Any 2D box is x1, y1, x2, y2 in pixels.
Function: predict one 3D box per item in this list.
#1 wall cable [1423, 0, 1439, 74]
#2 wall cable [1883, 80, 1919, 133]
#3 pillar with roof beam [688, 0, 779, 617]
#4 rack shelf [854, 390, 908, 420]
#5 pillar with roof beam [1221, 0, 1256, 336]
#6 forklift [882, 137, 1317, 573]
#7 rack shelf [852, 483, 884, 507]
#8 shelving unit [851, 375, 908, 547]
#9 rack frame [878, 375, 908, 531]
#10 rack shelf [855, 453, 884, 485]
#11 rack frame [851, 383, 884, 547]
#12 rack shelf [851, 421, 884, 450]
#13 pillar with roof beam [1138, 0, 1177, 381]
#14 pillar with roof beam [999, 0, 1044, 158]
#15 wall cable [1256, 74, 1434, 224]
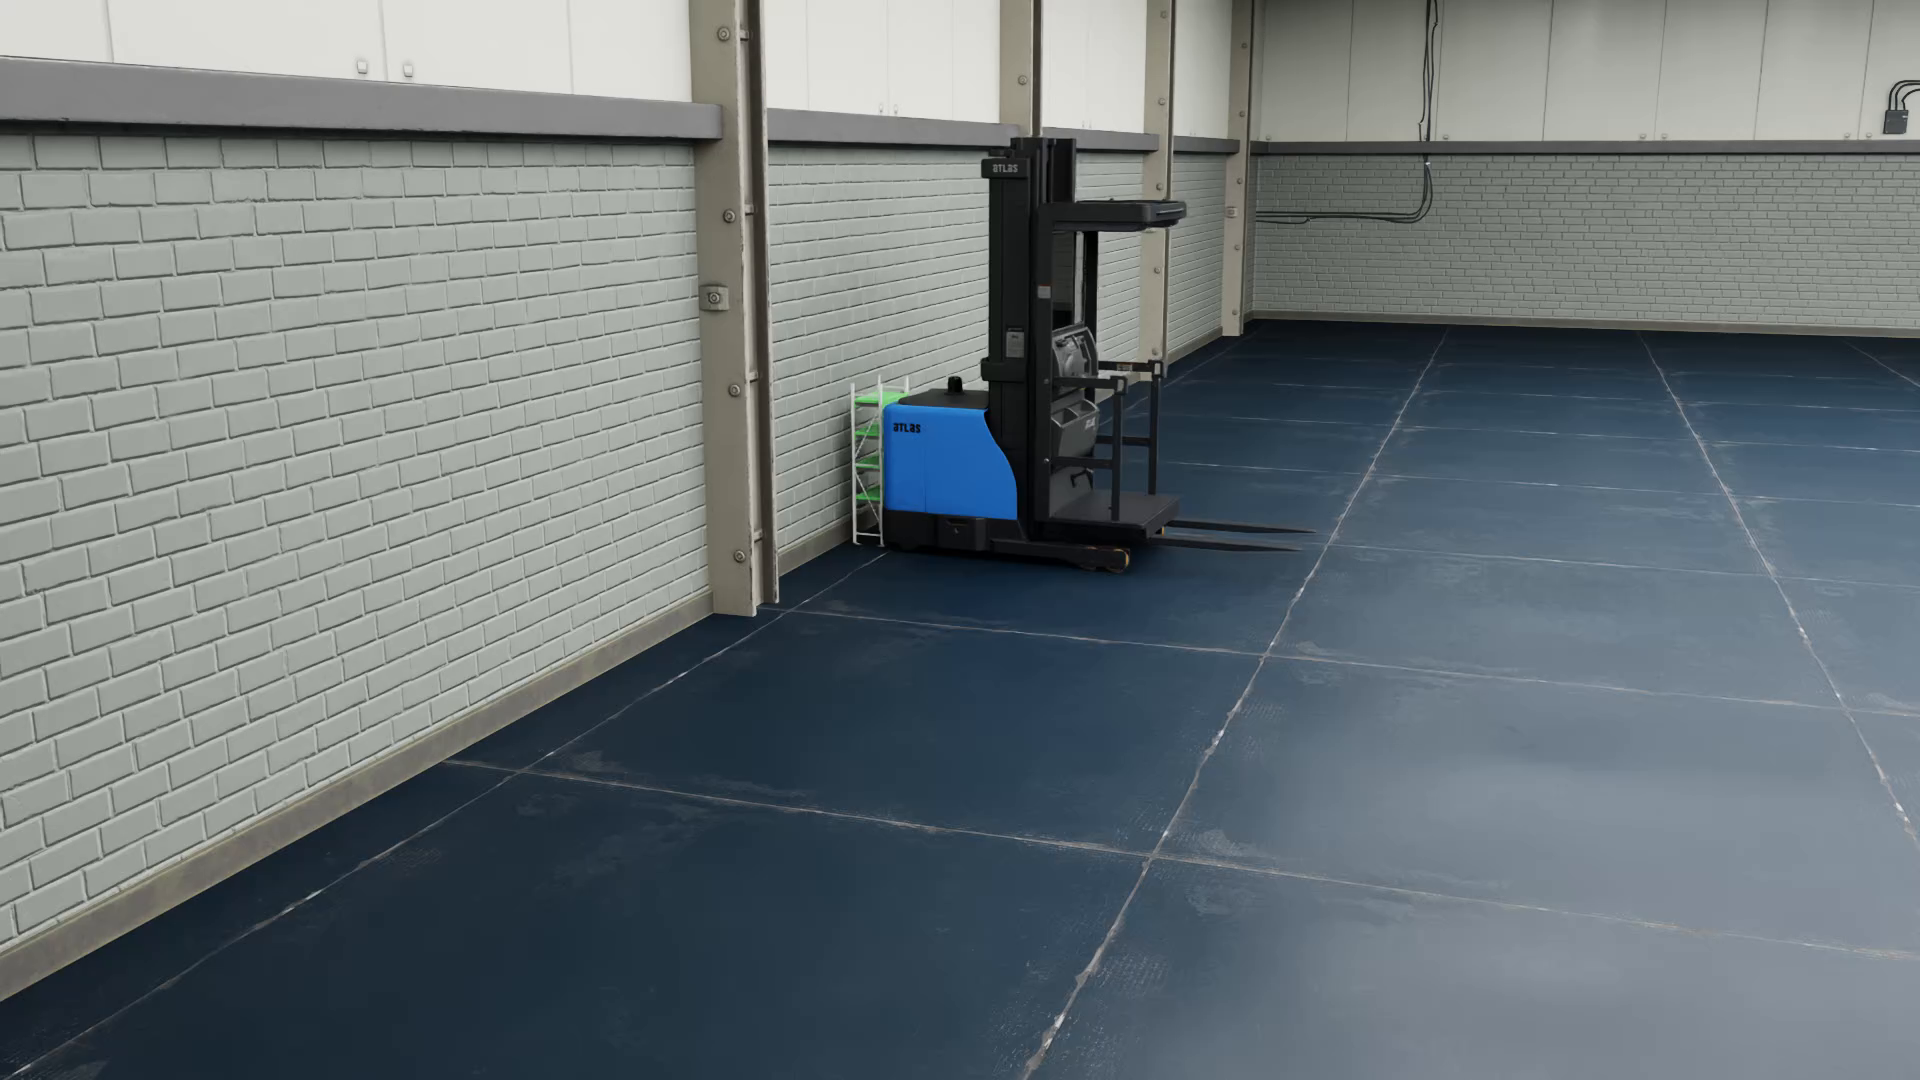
[{"bbox_3d":[9.211,-9.030,27.455,3.097,2.526,0.112,4,14,18],"label":"wall cable"},{"bbox_3d":[15.629,-9.247,25.137,2.305,6.003,0.169,4,14,18],"label":"wall cable"},{"bbox_3d":[2.697,-3.651,8.261,9.100,9.000,0.400,4,14,18],"label":"pillar with roof beam"},{"bbox_3d":[-0.593,-1.003,12.315,0.258,0.148,0.480,5,14,20],"label":"rack shelf"},{"bbox_3d":[8.521,-7.441,24.866,9.100,9.000,0.400,4,14,18],"label":"pillar with roof beam"},{"bbox_3d":[1.004,-1.336,11.755,3.031,2.935,1.130,5,14,21],"label":"forklift"},{"bbox_3d":[-0.593,-0.301,12.475,0.258,0.148,0.480,5,14,20],"label":"rack shelf"},{"bbox_3d":[-0.593,-0.597,12.407,0.258,1.200,0.503,5,14,20],"label":"shelving unit"},{"bbox_3d":[-0.507,-0.648,12.630,0.240,1.200,0.015,5,14,20],"label":"rack frame"},{"bbox_3d":[-0.593,-0.535,12.422,0.258,0.148,0.480,5,14,20],"label":"rack shelf"},{"bbox_3d":[-0.679,-0.546,12.185,0.240,1.200,0.015,5,14,20],"label":"rack frame"},{"bbox_3d":[-0.593,-0.769,12.368,0.258,0.148,0.480,5,14,20],"label":"rack shelf"},{"bbox_3d":[6.579,-6.178,19.331,9.100,9.000,0.400,4,14,18],"label":"pillar with roof beam"},{"bbox_3d":[4.638,-4.914,13.796,9.100,9.000,0.400,4,14,18],"label":"pillar with roof beam"},{"bbox_3d":[6.652,-6.762,28.870,3.097,2.526,0.112,4,14,18],"label":"wall cable"}]
